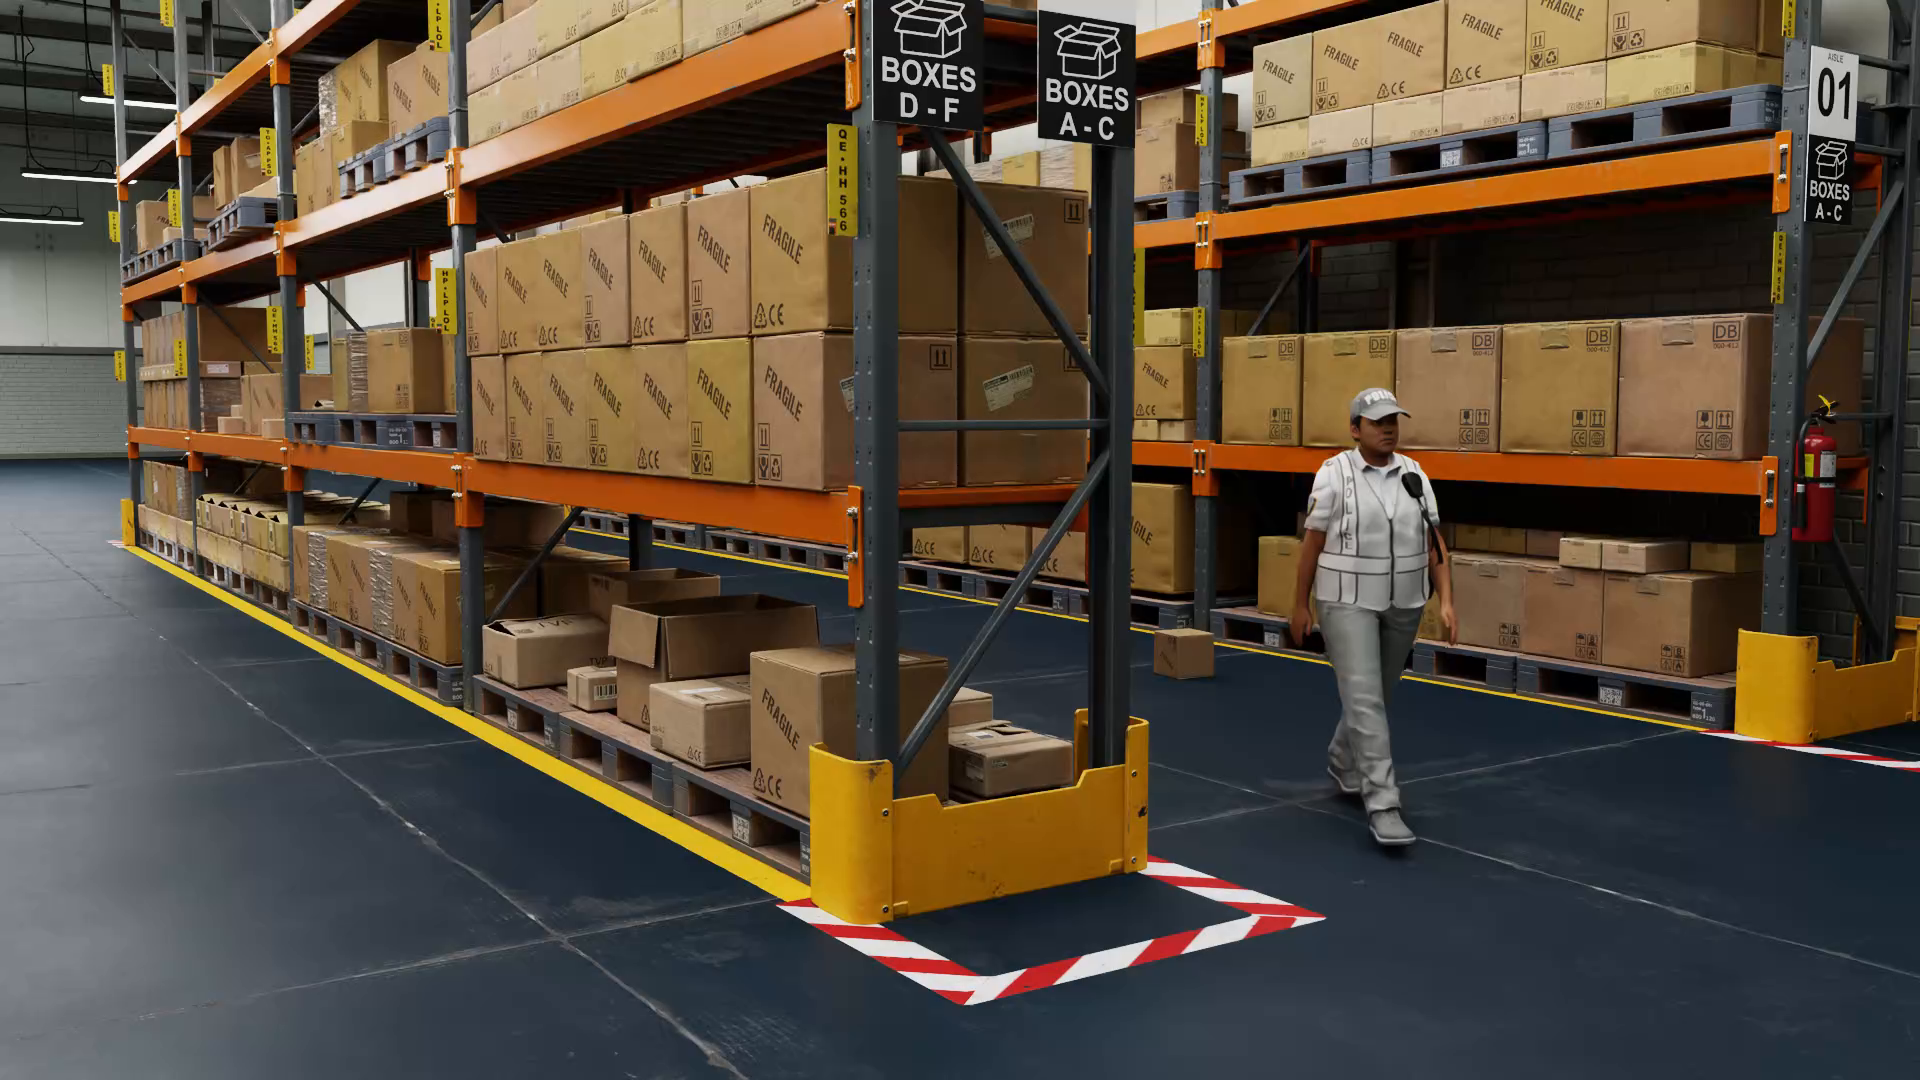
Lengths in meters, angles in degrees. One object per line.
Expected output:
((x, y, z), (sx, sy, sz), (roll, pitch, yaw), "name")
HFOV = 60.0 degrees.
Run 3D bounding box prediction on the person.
((1.554, 0.236, 6.199), (0.526, 1.602, 1.012), (-1, 5, -12), "person")
